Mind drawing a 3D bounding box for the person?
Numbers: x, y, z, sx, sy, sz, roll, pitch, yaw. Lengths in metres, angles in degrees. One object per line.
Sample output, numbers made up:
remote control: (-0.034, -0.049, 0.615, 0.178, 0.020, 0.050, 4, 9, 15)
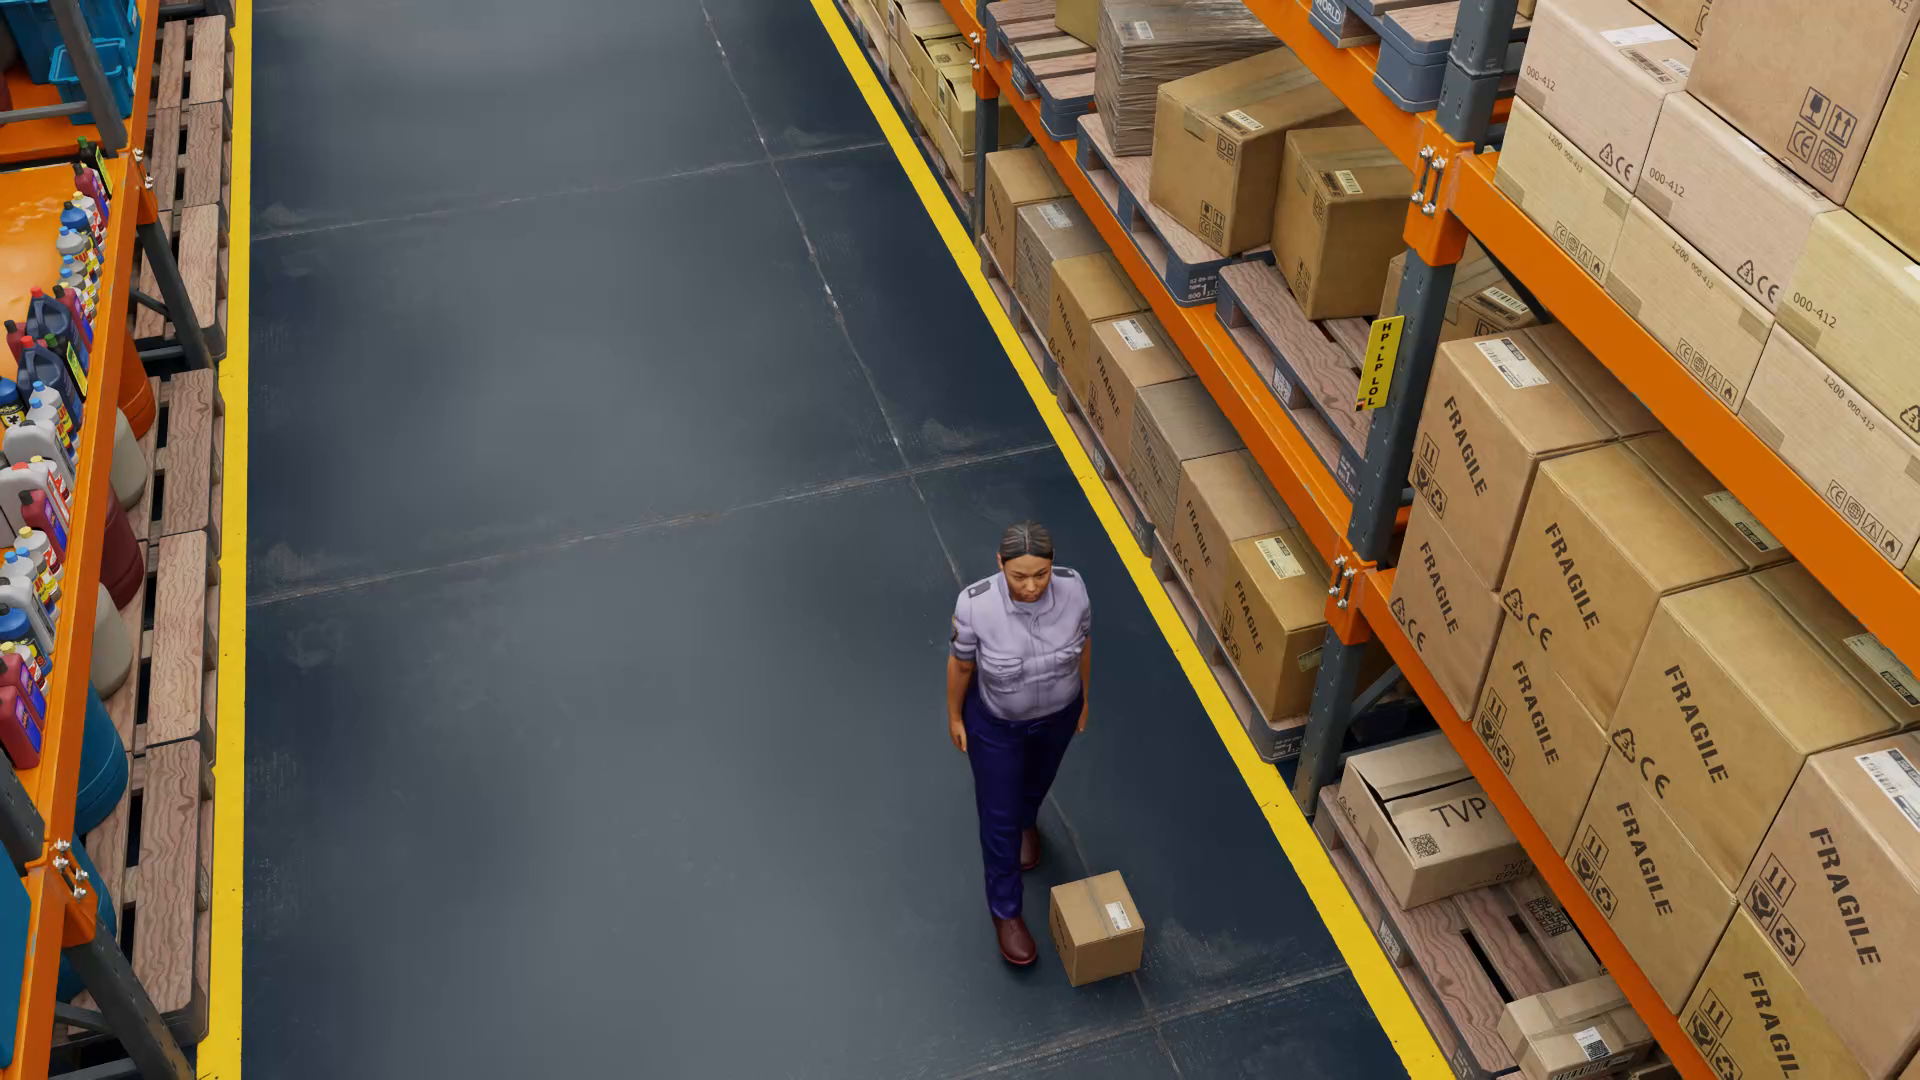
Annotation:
person: (0.246, 0.649, 5.456, 0.489, 1.635, 0.693, -13, 44, -13)
